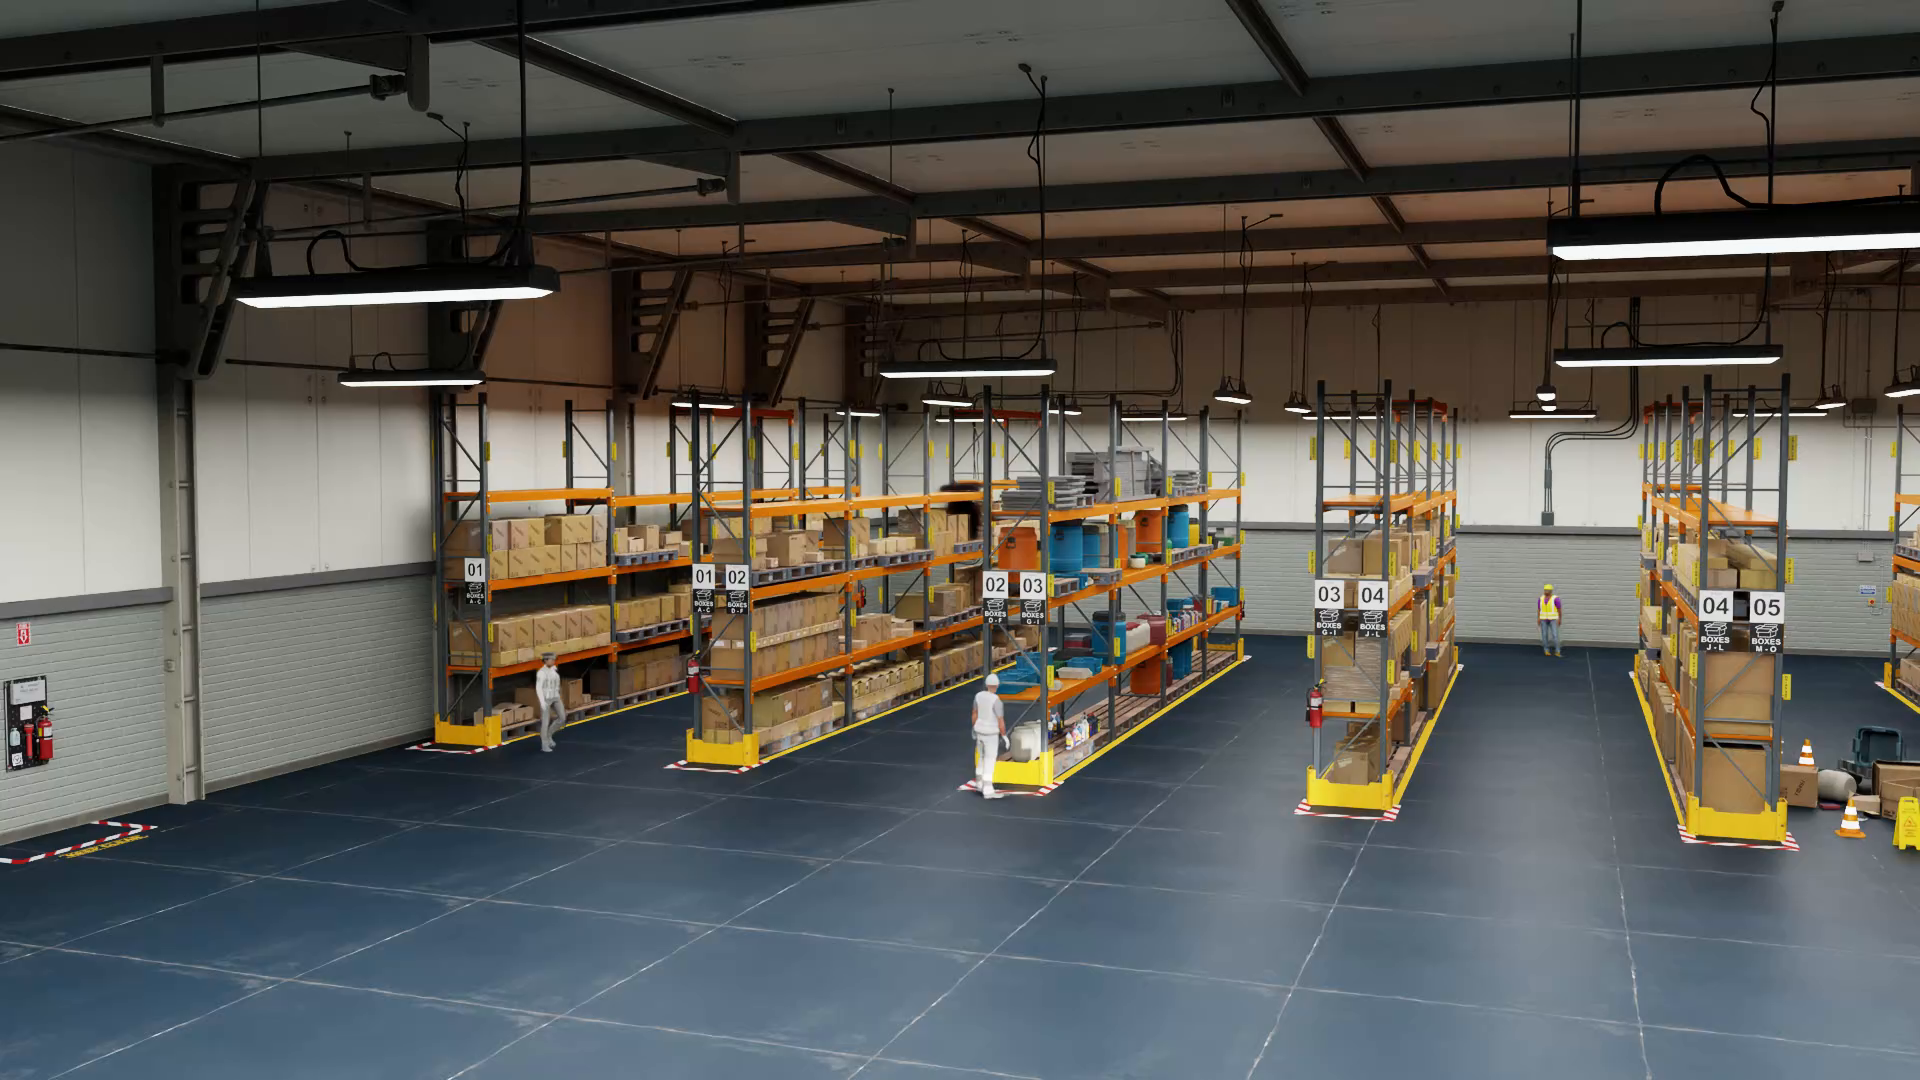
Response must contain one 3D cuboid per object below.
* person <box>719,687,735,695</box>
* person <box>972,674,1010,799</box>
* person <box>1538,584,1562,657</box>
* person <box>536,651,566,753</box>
[{"bbox_3d":[-4.328,2.601,30.697,0.329,1.662,0.482,1,3,25],"label":"person"},{"bbox_3d":[0.404,2.845,24.157,0.417,1.831,0.695,-2,4,-32],"label":"person"},{"bbox_3d":[14.439,1.968,40.728,0.613,1.780,0.423,2,4,33],"label":"person"},{"bbox_3d":[-6.880,2.692,27.872,0.453,1.675,0.660,2,4,32],"label":"person"}]
